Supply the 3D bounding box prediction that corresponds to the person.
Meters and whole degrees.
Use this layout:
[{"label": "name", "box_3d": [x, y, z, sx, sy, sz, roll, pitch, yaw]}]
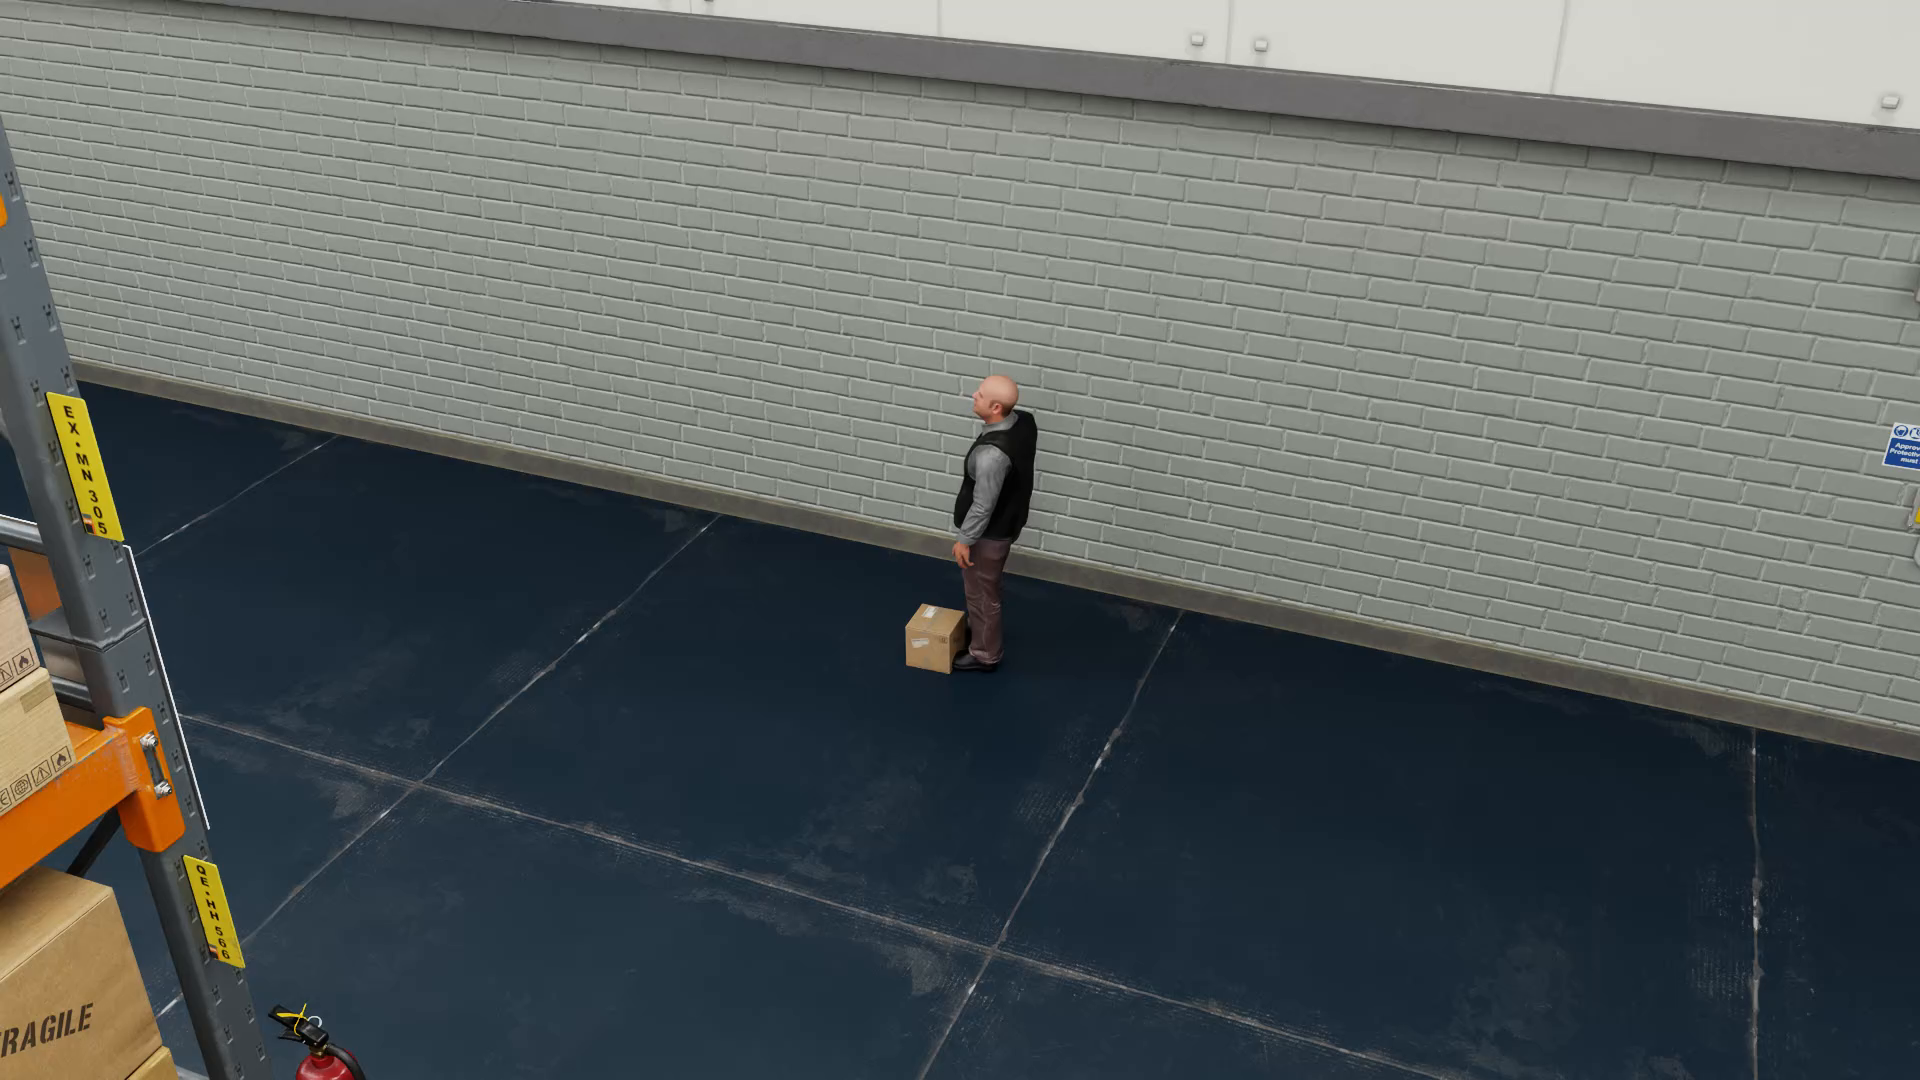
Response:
[{"label": "person", "box_3d": [0.091, -0.087, 8.562, 0.566, 1.722, 0.633, 11, 31, 19]}]
